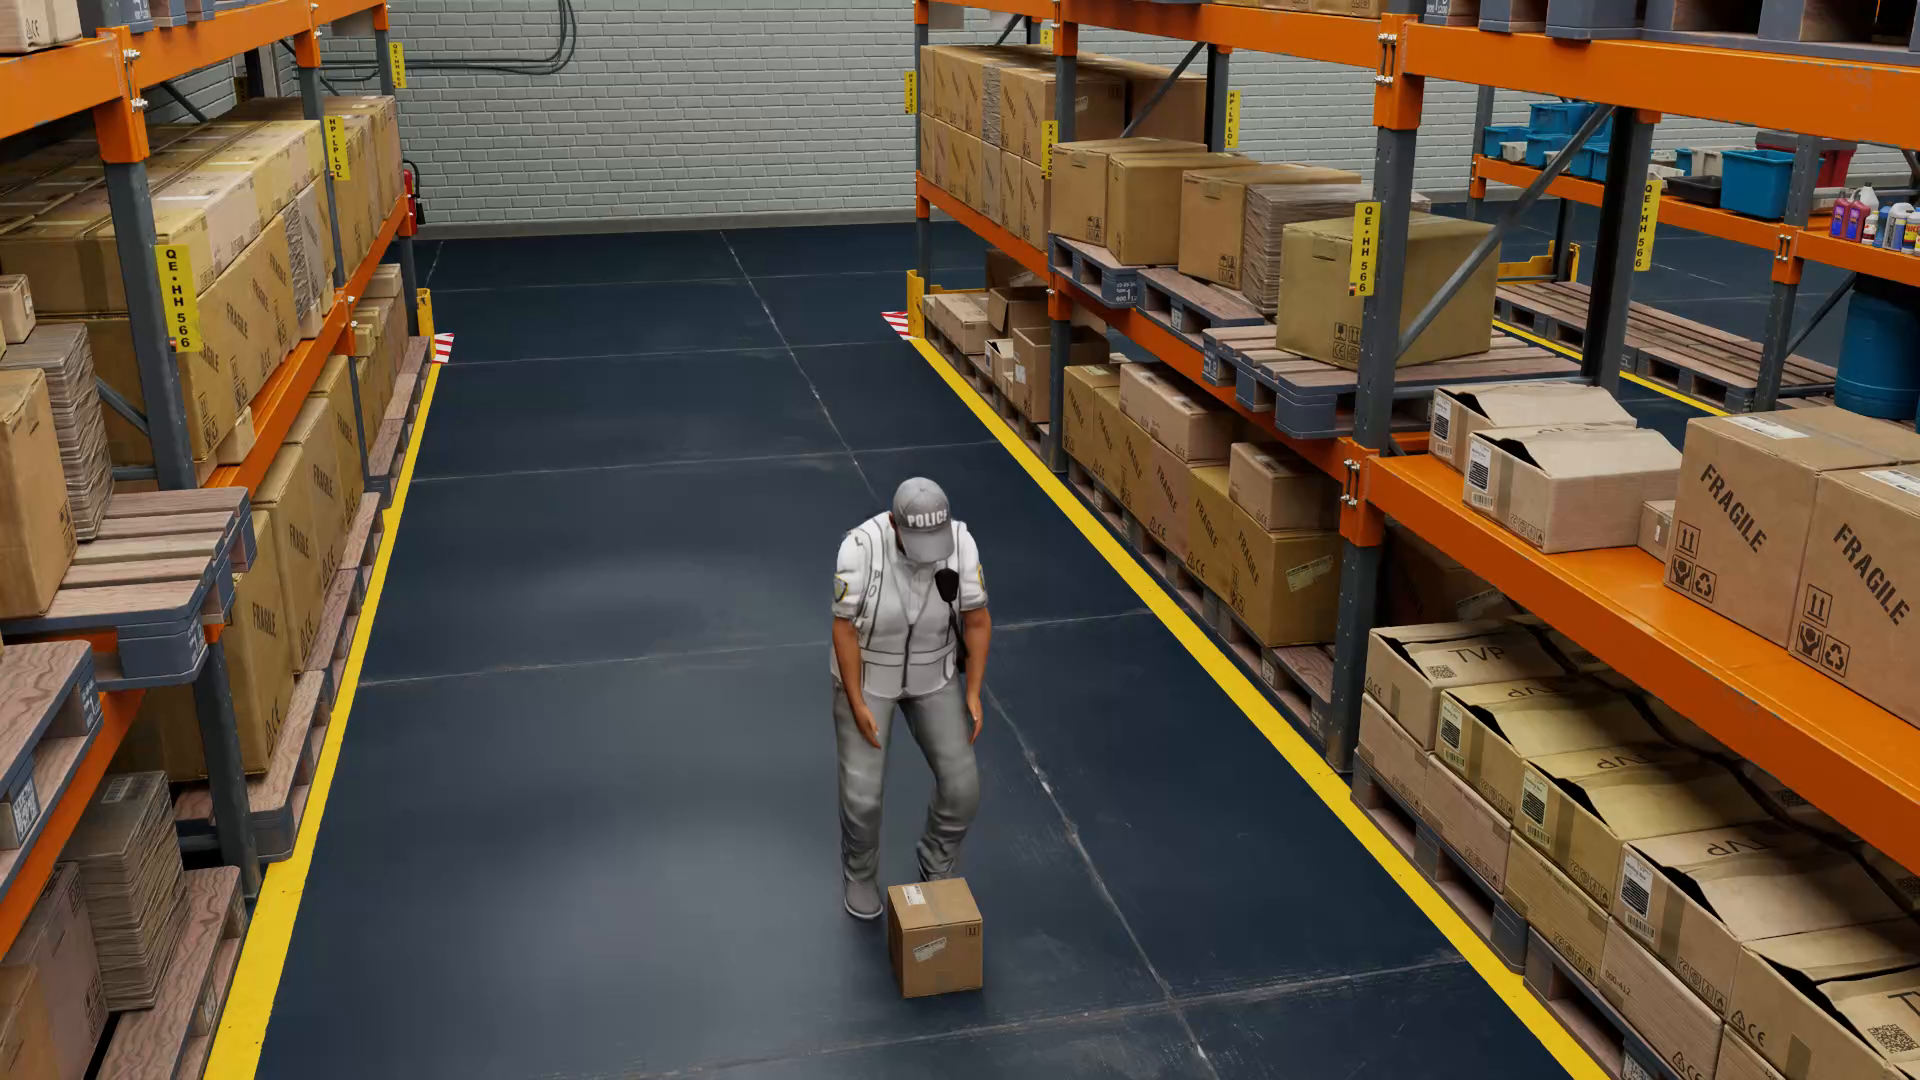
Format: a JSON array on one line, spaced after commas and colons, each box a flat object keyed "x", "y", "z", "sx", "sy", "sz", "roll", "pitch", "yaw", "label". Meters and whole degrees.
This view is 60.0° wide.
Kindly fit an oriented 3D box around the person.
[{"x": -0.157, "y": 0.491, "z": 5.405, "sx": 0.519, "sy": 1.541, "sz": 0.591, "roll": -4, "pitch": 20, "yaw": -11, "label": "person"}]
